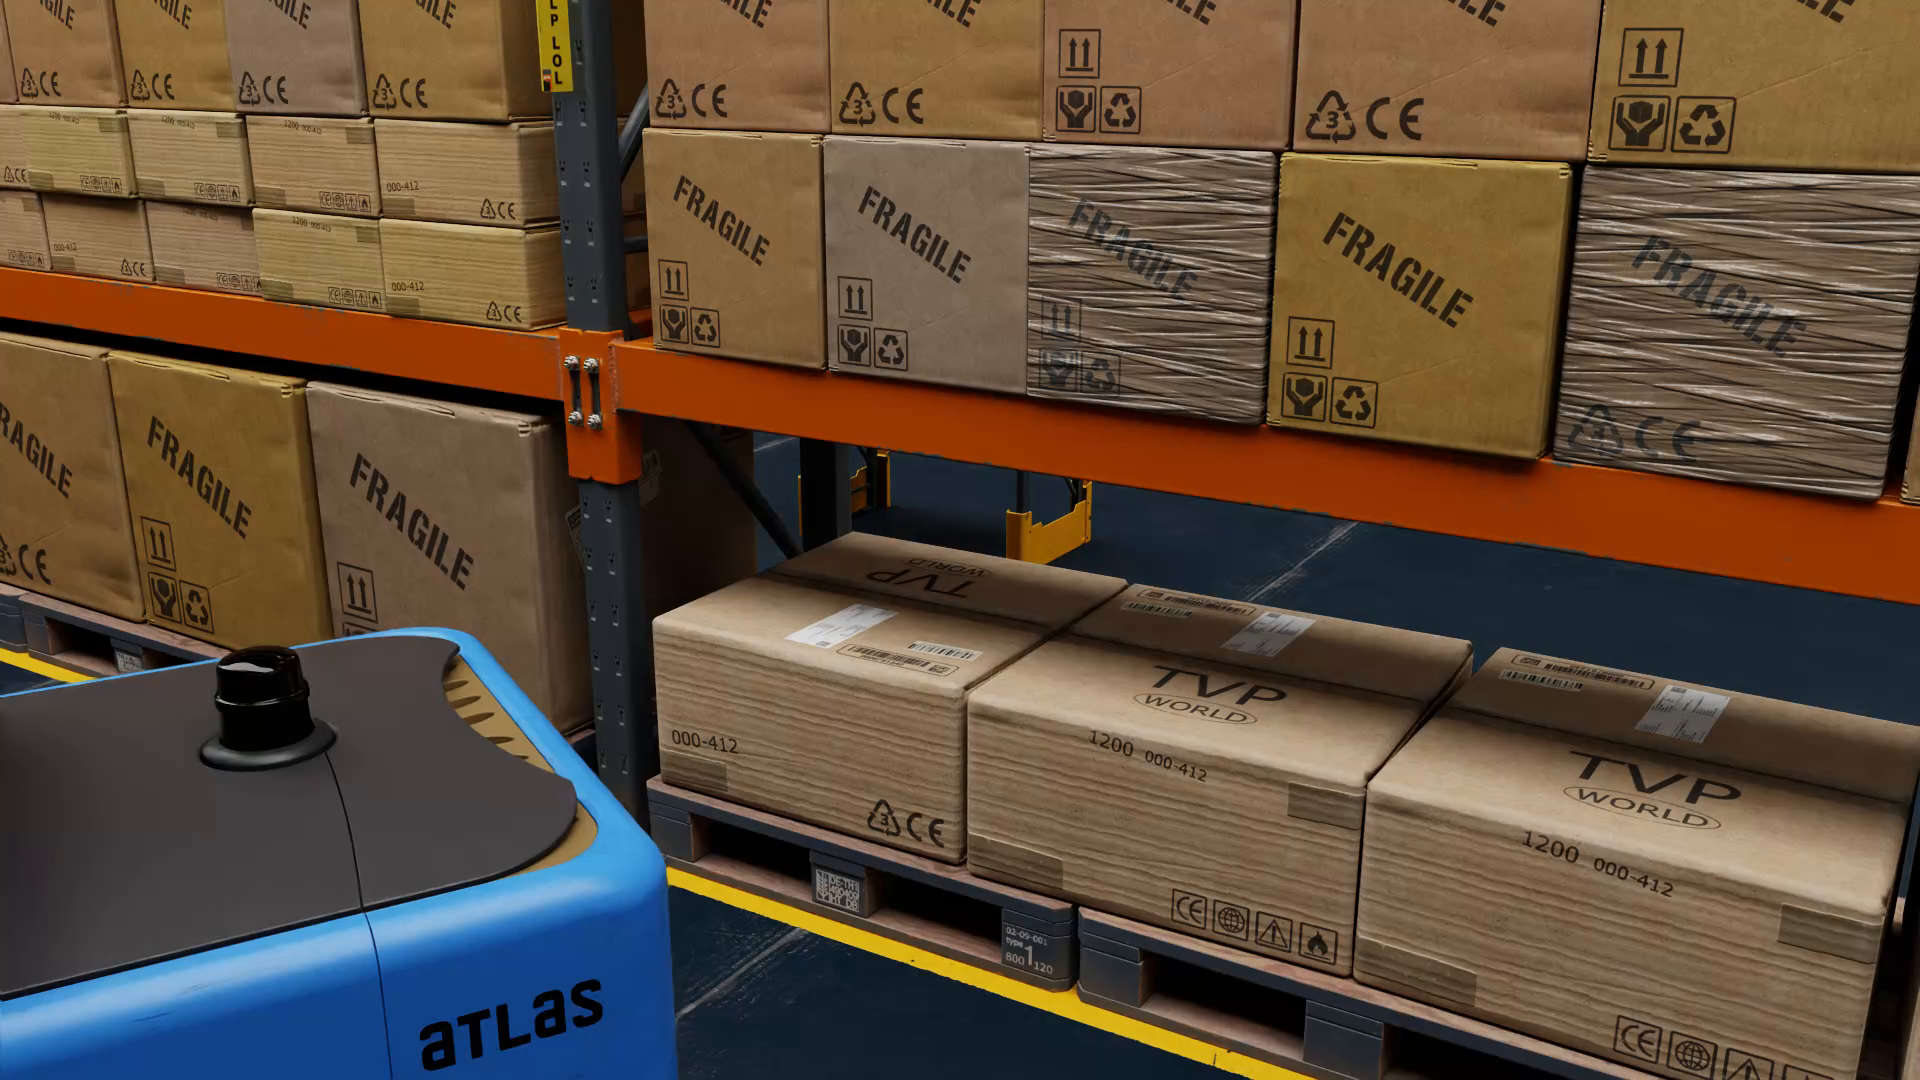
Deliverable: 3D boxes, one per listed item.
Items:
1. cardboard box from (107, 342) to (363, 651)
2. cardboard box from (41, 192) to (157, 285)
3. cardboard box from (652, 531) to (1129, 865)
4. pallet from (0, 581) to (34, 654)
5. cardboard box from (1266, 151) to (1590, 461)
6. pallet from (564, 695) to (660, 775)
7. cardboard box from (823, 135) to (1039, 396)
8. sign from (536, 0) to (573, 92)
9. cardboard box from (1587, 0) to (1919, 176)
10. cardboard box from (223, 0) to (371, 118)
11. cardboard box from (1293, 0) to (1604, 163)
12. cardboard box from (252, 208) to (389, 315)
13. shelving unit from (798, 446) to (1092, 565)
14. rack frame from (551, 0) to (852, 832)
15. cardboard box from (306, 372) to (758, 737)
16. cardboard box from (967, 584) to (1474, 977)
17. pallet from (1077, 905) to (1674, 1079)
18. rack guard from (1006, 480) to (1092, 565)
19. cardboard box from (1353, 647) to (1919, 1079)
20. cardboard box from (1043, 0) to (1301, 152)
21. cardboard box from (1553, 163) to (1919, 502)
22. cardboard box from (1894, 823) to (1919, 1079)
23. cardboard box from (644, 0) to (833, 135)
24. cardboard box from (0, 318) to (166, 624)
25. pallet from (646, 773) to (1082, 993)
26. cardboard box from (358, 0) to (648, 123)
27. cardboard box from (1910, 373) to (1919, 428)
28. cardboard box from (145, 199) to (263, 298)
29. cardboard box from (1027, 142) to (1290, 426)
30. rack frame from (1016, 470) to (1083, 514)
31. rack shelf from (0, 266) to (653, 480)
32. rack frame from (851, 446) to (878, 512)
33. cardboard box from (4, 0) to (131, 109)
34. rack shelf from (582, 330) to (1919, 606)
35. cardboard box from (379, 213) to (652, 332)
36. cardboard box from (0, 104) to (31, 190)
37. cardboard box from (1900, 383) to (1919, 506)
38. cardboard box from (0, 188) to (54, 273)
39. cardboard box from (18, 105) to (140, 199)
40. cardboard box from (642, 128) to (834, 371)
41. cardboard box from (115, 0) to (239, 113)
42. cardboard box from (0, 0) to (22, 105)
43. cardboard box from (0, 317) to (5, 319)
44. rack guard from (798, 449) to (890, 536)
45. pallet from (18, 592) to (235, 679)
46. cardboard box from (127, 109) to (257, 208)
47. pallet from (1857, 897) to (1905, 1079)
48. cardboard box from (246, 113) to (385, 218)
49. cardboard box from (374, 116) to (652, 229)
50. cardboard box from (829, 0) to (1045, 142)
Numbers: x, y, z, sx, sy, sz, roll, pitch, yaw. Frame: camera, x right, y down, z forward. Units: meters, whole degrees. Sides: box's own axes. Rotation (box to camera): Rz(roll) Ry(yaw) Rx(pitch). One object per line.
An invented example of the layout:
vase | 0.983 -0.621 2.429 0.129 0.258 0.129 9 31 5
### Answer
cardboard box | -1.978 -0.187 5.270 0.875 0.875 0.875 11 20 32
cardboard box | -2.444 -0.964 5.151 0.500 0.250 0.500 10 20 30
cardboard box | -0.156 0.354 4.241 0.875 0.438 0.875 10 19 29
pallet | -3.410 0.071 6.283 1.213 0.211 1.003 10 20 30
cardboard box | 0.915 -0.472 3.101 0.500 0.500 0.500 11 20 32
pallet | -1.331 0.442 5.061 1.213 0.211 1.003 10 20 30
cardboard box | 0.055 -0.627 3.613 0.500 0.500 0.500 10 20 30
sign | -0.910 -1.173 3.727 0.005 0.325 0.100 10 20 30
cardboard box | 1.358 -0.874 2.704 0.500 0.500 0.500 10 20 30
cardboard box | -1.591 -1.402 4.443 0.500 0.500 0.500 11 20 31
cardboard box | 0.931 -0.951 2.957 0.500 0.500 0.500 10 20 30
cardboard box | -1.582 -0.805 4.628 0.500 0.250 0.500 10 19 29
shelving unit | -0.065 -0.729 6.701 1.083 1.500 0.587 10 20 30
rack frame | -0.634 -0.793 4.331 0.127 3.000 1.000 10 20 30
cardboard box | -1.205 -0.052 4.824 0.875 0.875 0.875 11 20 32
cardboard box | 0.608 0.490 3.793 0.875 0.438 0.875 9 19 28
pallet | 1.016 0.862 3.682 1.213 0.211 1.003 10 20 30
rack guard | 0.359 -0.055 6.634 0.087 0.250 0.587 10 20 30
cardboard box | 1.375 0.628 3.340 0.875 0.438 0.875 11 20 32
cardboard box | 0.502 -1.028 3.212 0.500 0.500 0.500 11 20 31
cardboard box | 1.361 -0.396 2.853 0.500 0.500 0.500 11 20 32
cardboard box | 2.159 0.765 2.889 0.875 0.438 0.875 9 19 28
cardboard box | -0.355 -1.187 3.735 0.500 0.500 0.500 10 20 30
cardboard box | -2.740 -0.323 5.718 0.875 0.875 0.875 10 20 31
pallet | -0.027 0.676 4.292 1.213 0.211 1.003 10 20 30
cardboard box | -1.146 -1.325 4.190 0.500 0.500 0.500 11 20 32
cardboard box | 1.646 -0.528 3.288 0.500 0.500 0.500 10 20 30
cardboard box | -2.002 -0.886 4.896 0.500 0.250 0.500 10 19 29
cardboard box | 0.476 -0.550 3.359 0.500 0.500 0.500 10 20 30
rack frame | 0.360 -0.653 6.451 0.032 1.500 0.500 10 20 30
rack shelf | -2.339 -0.753 5.437 4.000 0.370 1.077 10 20 30
rack frame | -0.506 -0.808 6.961 0.032 1.500 0.500 10 20 30
cardboard box | -2.462 -1.559 4.960 0.500 0.500 0.500 10 20 31
rack shelf | 1.070 -0.145 3.434 4.000 0.370 1.077 10 20 30
cardboard box | -1.149 -0.727 4.372 0.500 0.250 0.500 10 19 29
cardboard box | -2.882 -1.273 5.309 0.500 0.250 0.500 10 20 30
cardboard box | 1.805 -0.320 2.603 0.500 0.500 0.500 10 19 29
cardboard box | -2.867 -1.038 5.396 0.500 0.250 0.500 11 20 32
cardboard box | -2.457 -1.193 5.044 0.500 0.250 0.500 11 20 31
cardboard box | -0.372 -0.705 3.868 0.500 0.500 0.500 11 20 32
cardboard box | -2.013 -1.484 4.713 0.500 0.500 0.500 11 20 32
cardboard box | -2.890 -1.637 5.216 0.500 0.500 0.500 11 20 32
cardboard box | -3.498 -0.460 6.168 0.875 0.875 0.875 10 20 30
rack guard | -0.489 -0.207 7.132 0.087 0.250 0.587 10 20 30
pallet | -2.375 0.257 5.672 1.213 0.211 1.003 10 20 30
cardboard box | -2.012 -1.119 4.802 0.500 0.250 0.500 11 20 31
pallet | 2.052 1.047 3.070 1.213 0.211 1.003 10 20 30
cardboard box | -1.567 -1.042 4.547 0.500 0.250 0.500 11 20 31
cardboard box | -1.137 -0.967 4.303 0.500 0.250 0.500 10 20 30
cardboard box | 0.072 -1.109 3.477 0.500 0.500 0.500 10 19 29
